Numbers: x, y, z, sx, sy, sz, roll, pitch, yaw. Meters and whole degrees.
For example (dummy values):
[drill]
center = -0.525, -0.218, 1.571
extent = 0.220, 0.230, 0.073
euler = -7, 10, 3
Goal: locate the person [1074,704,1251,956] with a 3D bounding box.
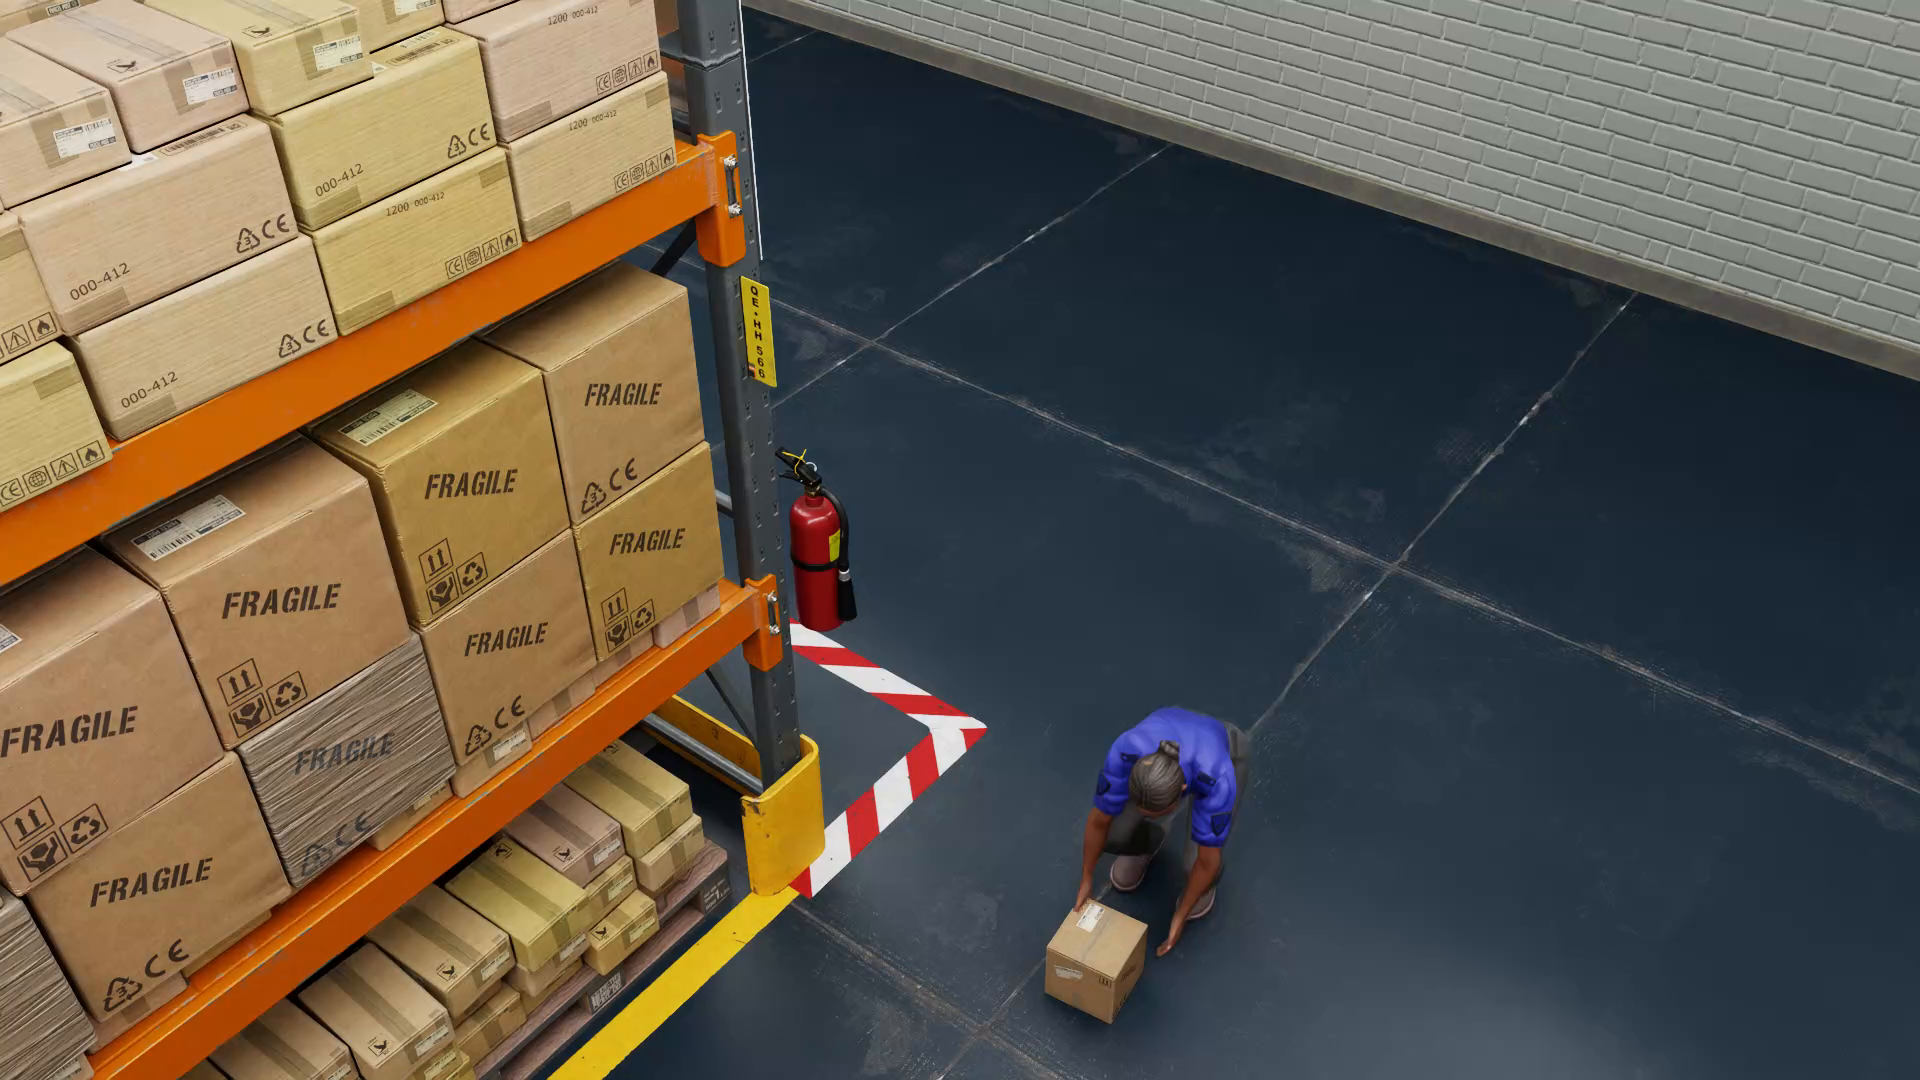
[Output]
[person]
center = 0.717, 0.896, 5.583
extent = 0.488, 1.000, 0.782
euler = 20, 43, 23
